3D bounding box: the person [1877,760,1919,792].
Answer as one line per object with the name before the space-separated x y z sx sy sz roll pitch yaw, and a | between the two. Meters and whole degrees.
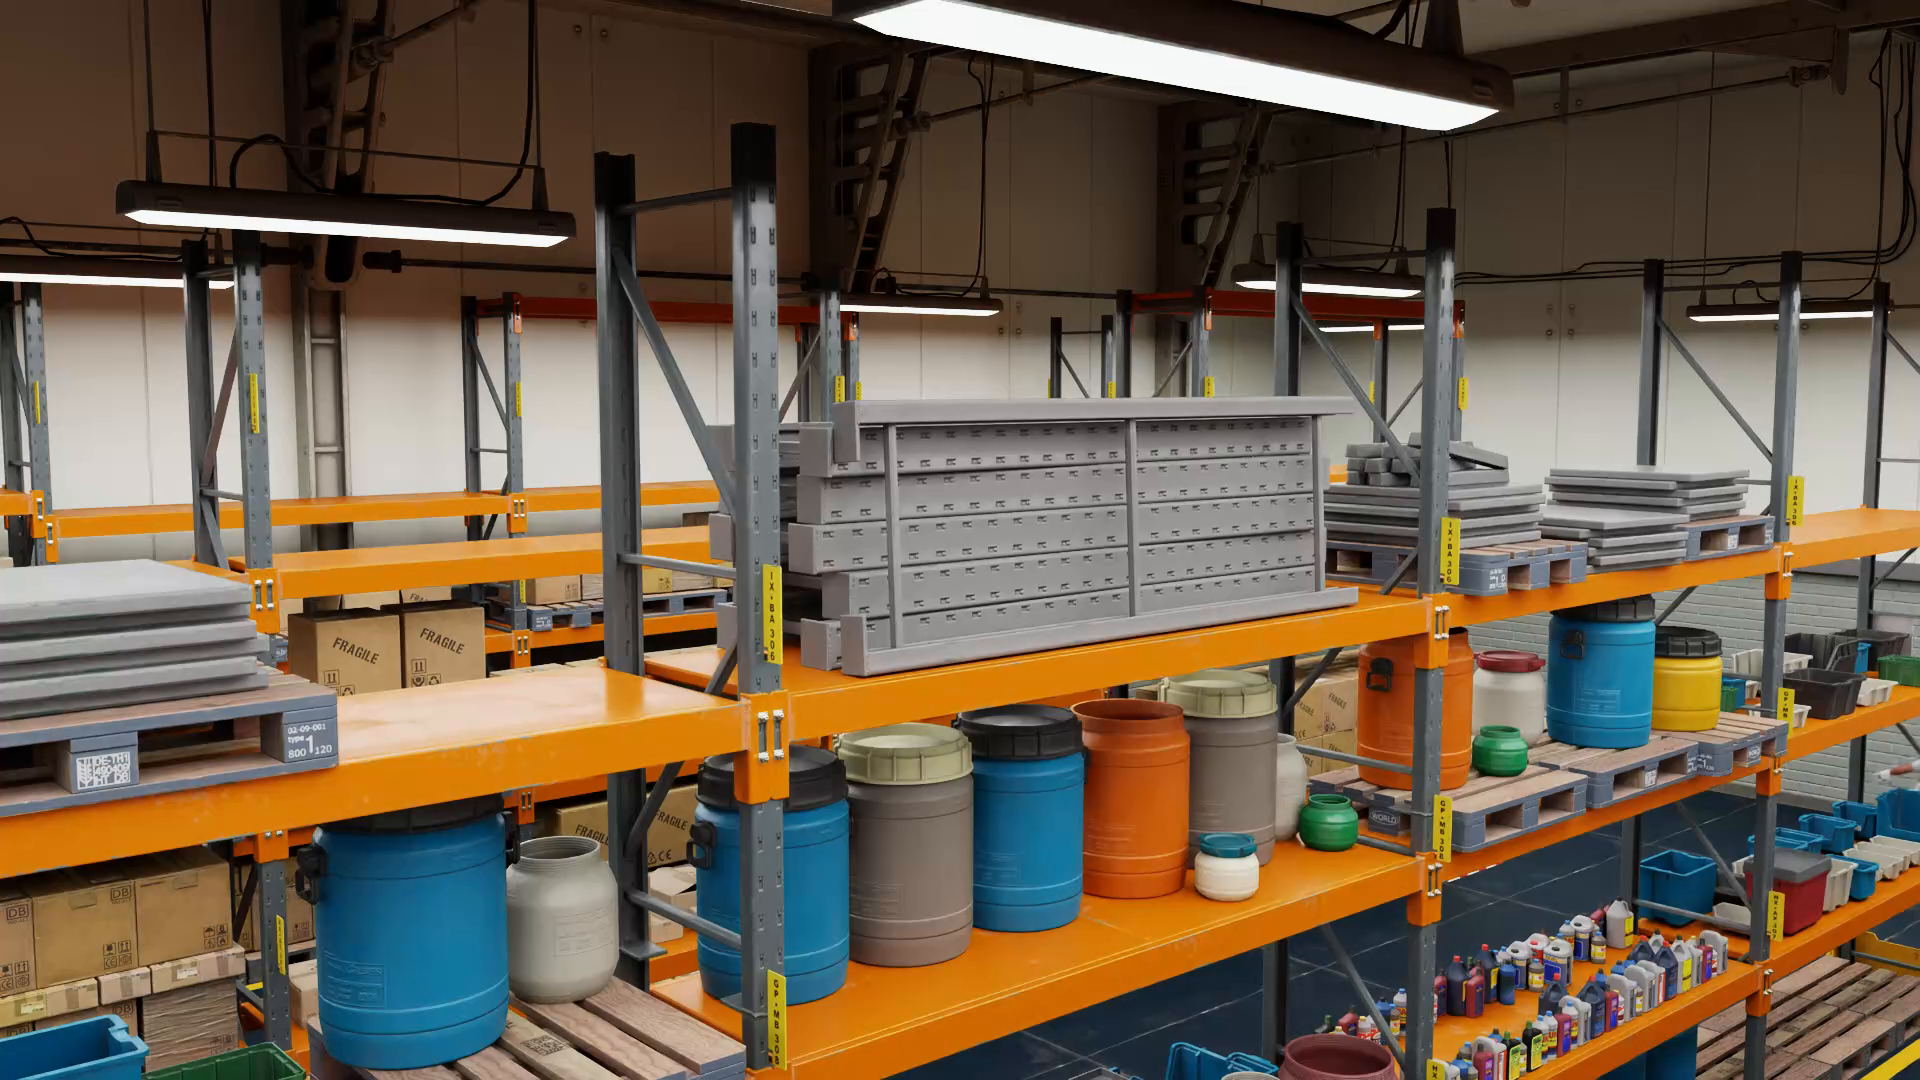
person | 9.910 2.791 16.852 0.691 1.536 1.046 -1 5 -6
